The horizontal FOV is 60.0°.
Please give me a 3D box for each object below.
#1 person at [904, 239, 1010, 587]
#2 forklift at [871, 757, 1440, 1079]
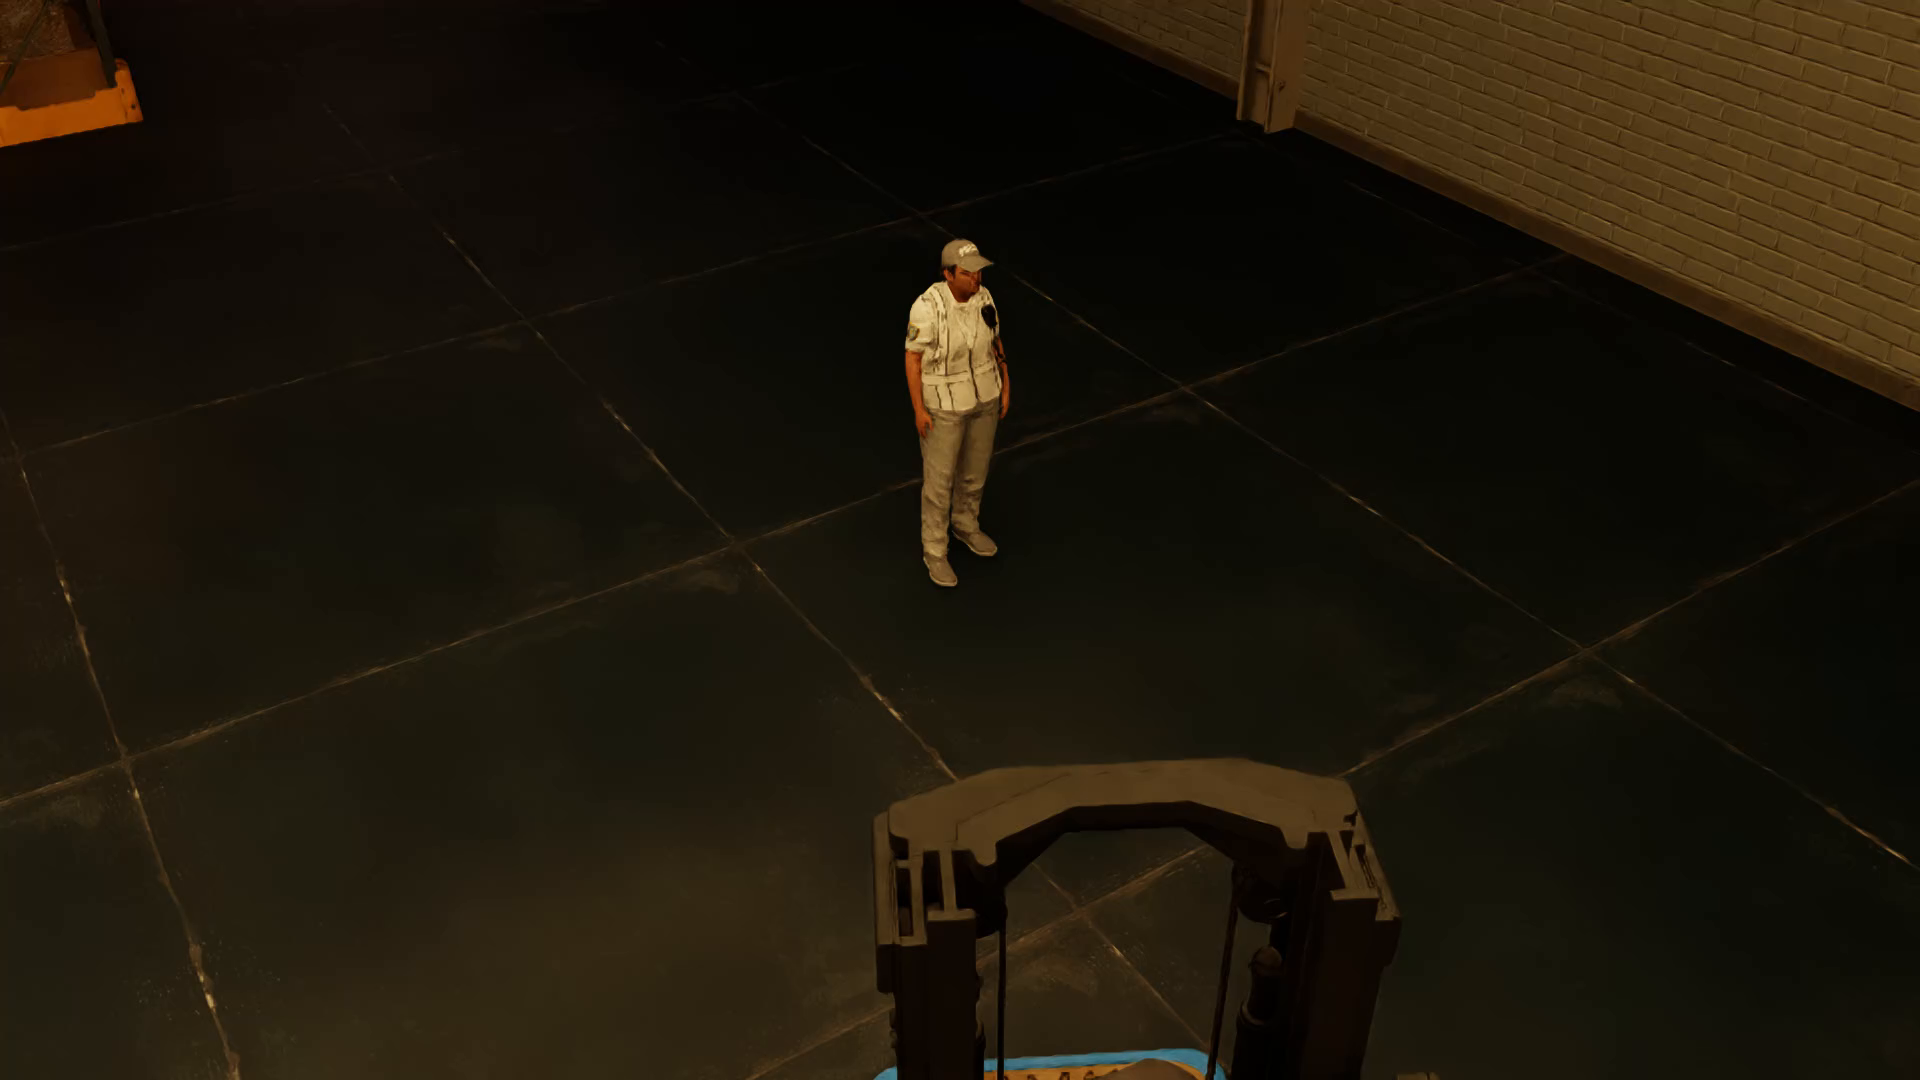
[{"bbox_3d":[0.023,-0.644,8.151,0.598,1.669,0.529,-21,40,-27],"label":"person"},{"bbox_3d":[0.345,1.996,3.307,1.130,2.935,3.031,-2,35,-3],"label":"forklift"}]
